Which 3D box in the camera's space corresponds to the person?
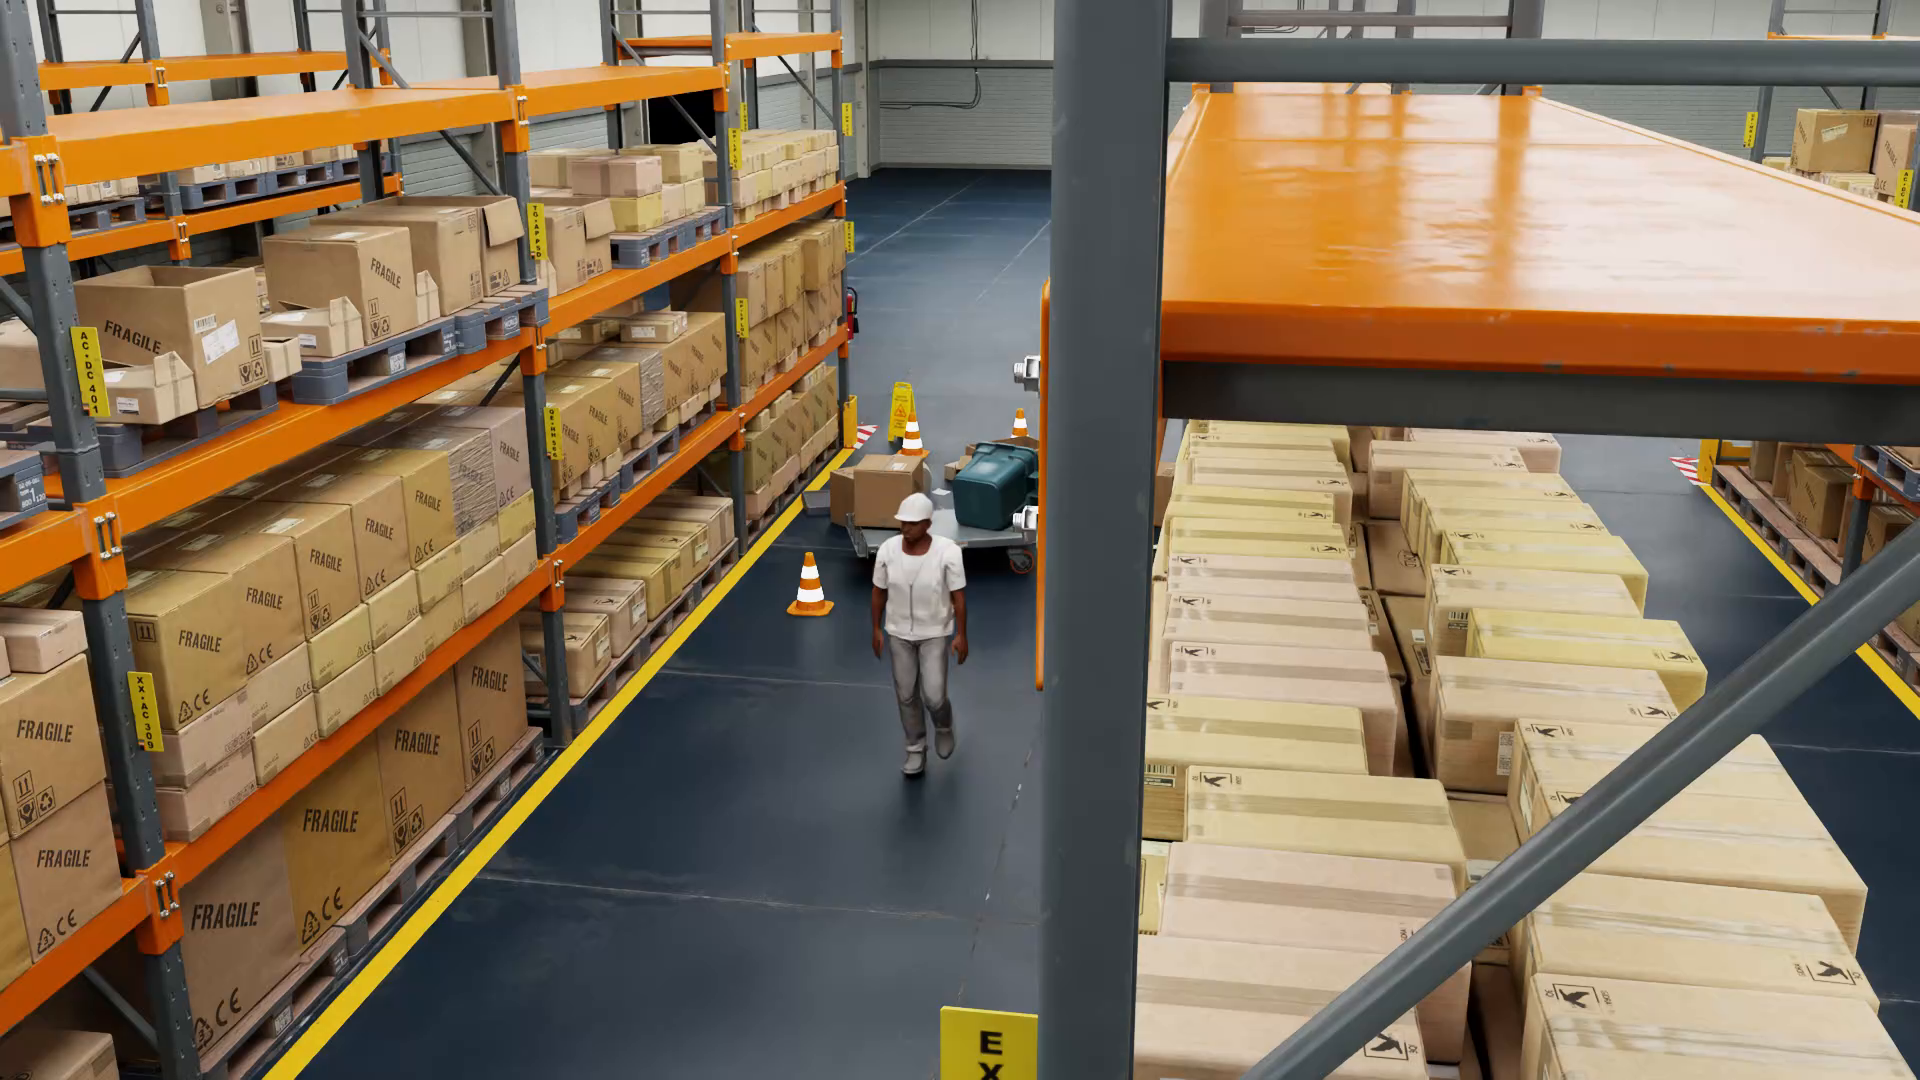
[{"bbox_3d":[-0.255,0.568,10.147,0.616,1.759,0.492,5,19,16],"label":"person"}]
